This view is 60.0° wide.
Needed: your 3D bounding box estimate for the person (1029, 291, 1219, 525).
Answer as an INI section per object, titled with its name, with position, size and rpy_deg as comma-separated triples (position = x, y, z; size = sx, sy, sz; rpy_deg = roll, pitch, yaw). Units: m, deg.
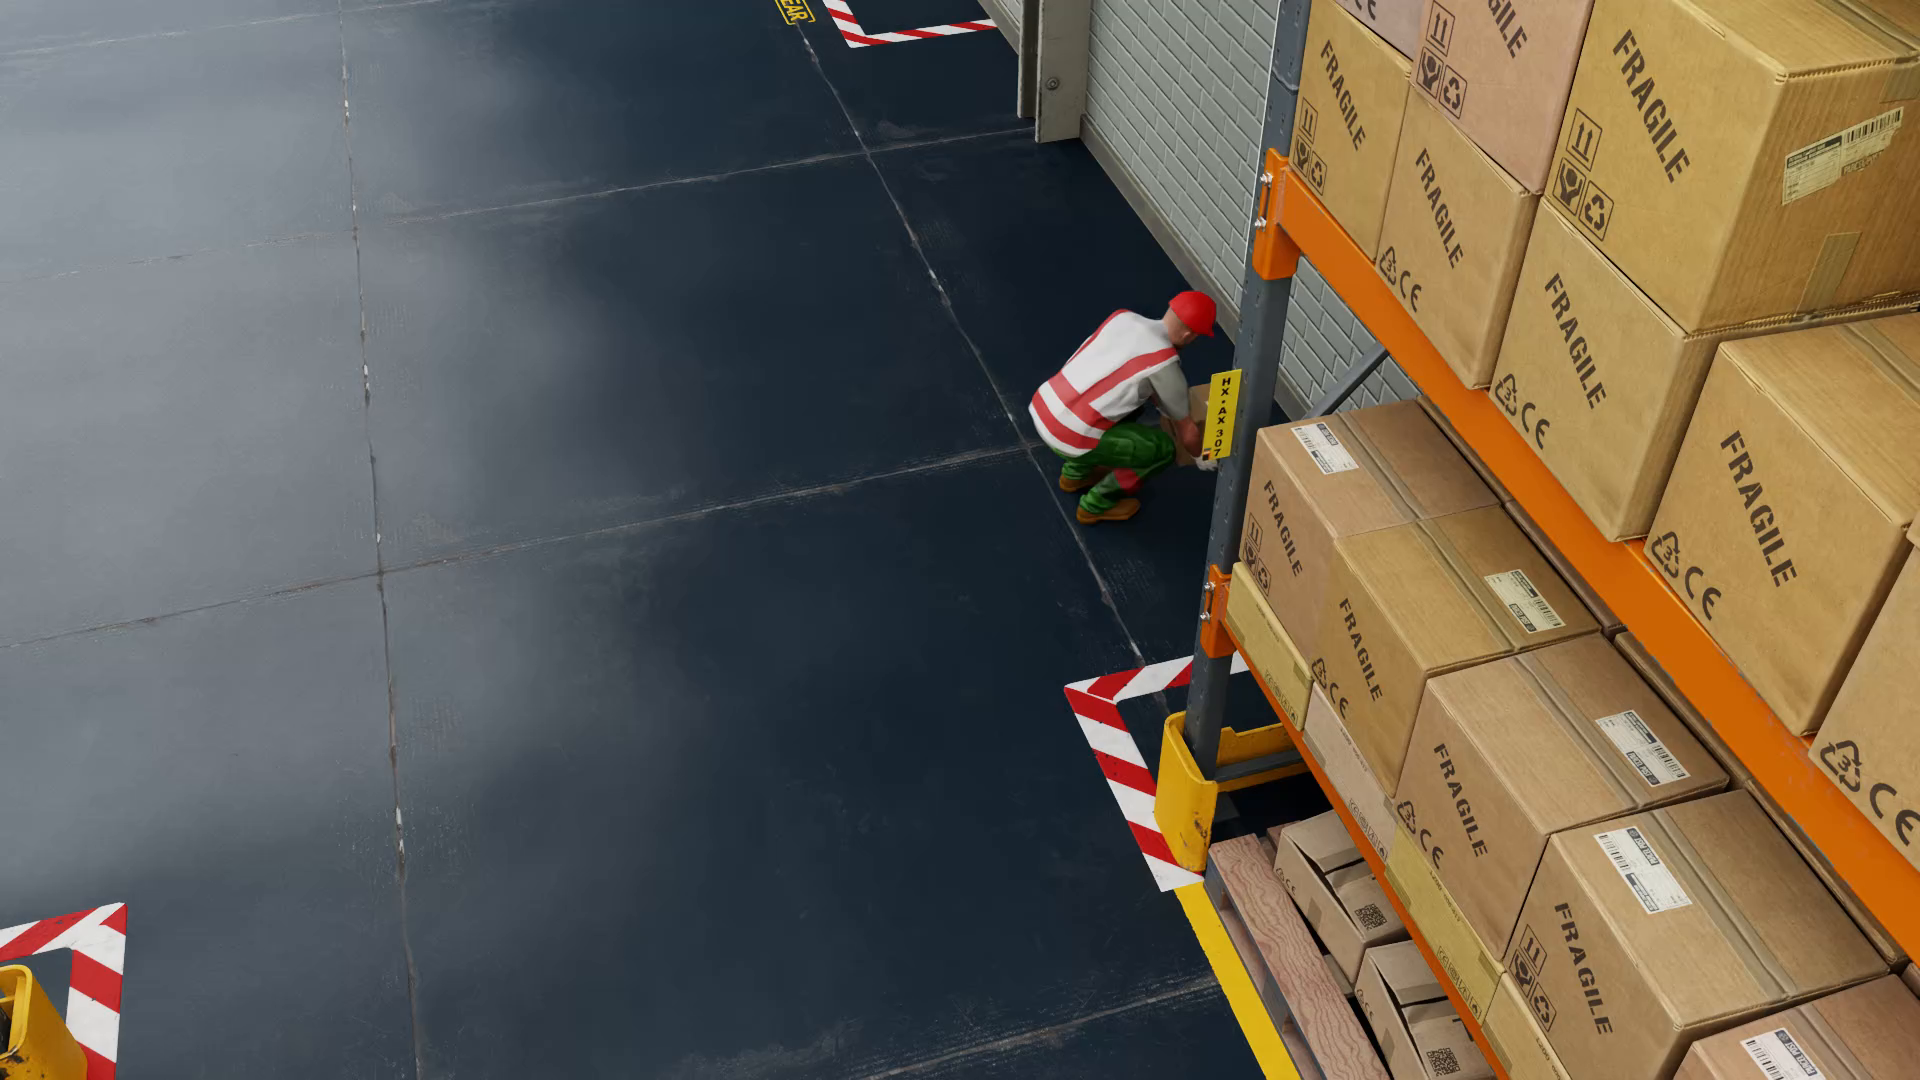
[person]
position = 0.740, -0.608, 7.412
size = 0.881, 1.006, 0.572
rpy_deg = -12, 43, -13
